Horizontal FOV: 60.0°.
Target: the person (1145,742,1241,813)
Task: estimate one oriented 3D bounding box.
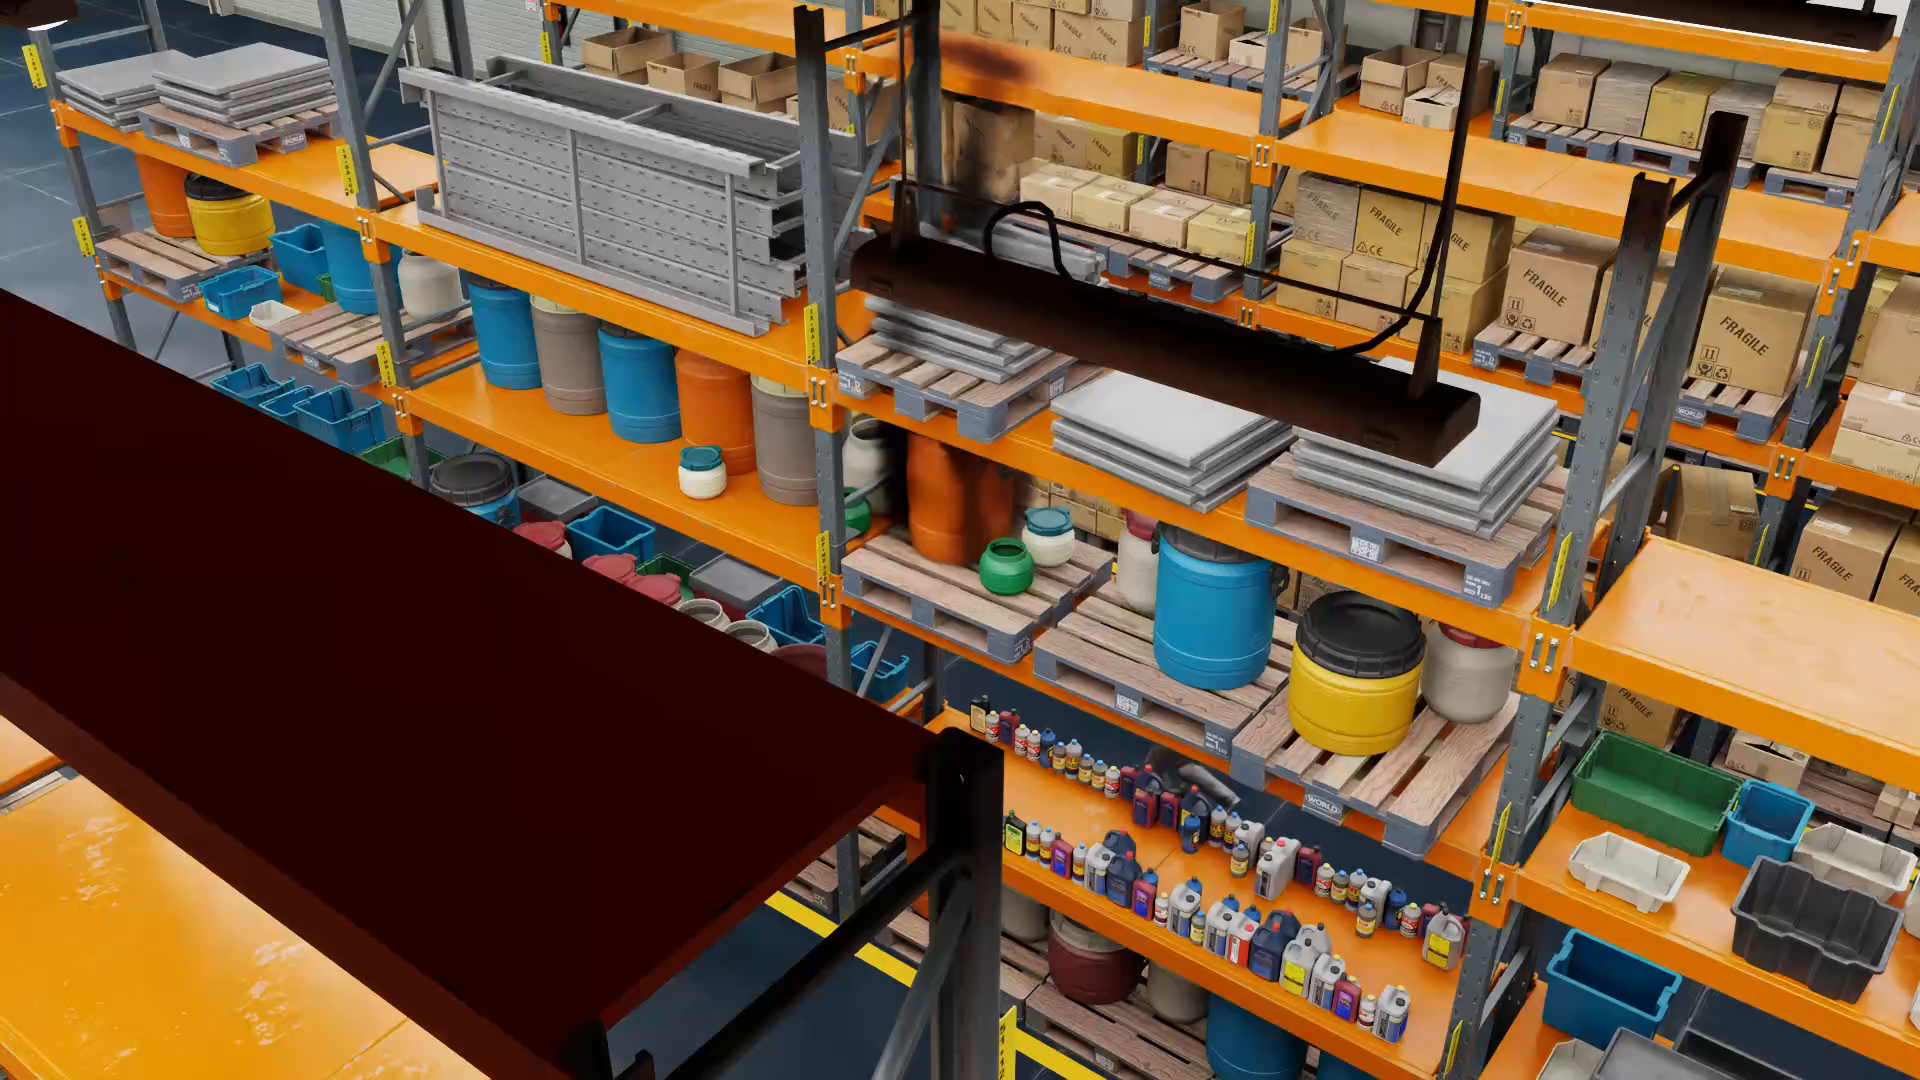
[{"bbox_3d":[1.575,1.335,11.375,0.758,1.682,0.583,20,37,30],"label":"person"}]
